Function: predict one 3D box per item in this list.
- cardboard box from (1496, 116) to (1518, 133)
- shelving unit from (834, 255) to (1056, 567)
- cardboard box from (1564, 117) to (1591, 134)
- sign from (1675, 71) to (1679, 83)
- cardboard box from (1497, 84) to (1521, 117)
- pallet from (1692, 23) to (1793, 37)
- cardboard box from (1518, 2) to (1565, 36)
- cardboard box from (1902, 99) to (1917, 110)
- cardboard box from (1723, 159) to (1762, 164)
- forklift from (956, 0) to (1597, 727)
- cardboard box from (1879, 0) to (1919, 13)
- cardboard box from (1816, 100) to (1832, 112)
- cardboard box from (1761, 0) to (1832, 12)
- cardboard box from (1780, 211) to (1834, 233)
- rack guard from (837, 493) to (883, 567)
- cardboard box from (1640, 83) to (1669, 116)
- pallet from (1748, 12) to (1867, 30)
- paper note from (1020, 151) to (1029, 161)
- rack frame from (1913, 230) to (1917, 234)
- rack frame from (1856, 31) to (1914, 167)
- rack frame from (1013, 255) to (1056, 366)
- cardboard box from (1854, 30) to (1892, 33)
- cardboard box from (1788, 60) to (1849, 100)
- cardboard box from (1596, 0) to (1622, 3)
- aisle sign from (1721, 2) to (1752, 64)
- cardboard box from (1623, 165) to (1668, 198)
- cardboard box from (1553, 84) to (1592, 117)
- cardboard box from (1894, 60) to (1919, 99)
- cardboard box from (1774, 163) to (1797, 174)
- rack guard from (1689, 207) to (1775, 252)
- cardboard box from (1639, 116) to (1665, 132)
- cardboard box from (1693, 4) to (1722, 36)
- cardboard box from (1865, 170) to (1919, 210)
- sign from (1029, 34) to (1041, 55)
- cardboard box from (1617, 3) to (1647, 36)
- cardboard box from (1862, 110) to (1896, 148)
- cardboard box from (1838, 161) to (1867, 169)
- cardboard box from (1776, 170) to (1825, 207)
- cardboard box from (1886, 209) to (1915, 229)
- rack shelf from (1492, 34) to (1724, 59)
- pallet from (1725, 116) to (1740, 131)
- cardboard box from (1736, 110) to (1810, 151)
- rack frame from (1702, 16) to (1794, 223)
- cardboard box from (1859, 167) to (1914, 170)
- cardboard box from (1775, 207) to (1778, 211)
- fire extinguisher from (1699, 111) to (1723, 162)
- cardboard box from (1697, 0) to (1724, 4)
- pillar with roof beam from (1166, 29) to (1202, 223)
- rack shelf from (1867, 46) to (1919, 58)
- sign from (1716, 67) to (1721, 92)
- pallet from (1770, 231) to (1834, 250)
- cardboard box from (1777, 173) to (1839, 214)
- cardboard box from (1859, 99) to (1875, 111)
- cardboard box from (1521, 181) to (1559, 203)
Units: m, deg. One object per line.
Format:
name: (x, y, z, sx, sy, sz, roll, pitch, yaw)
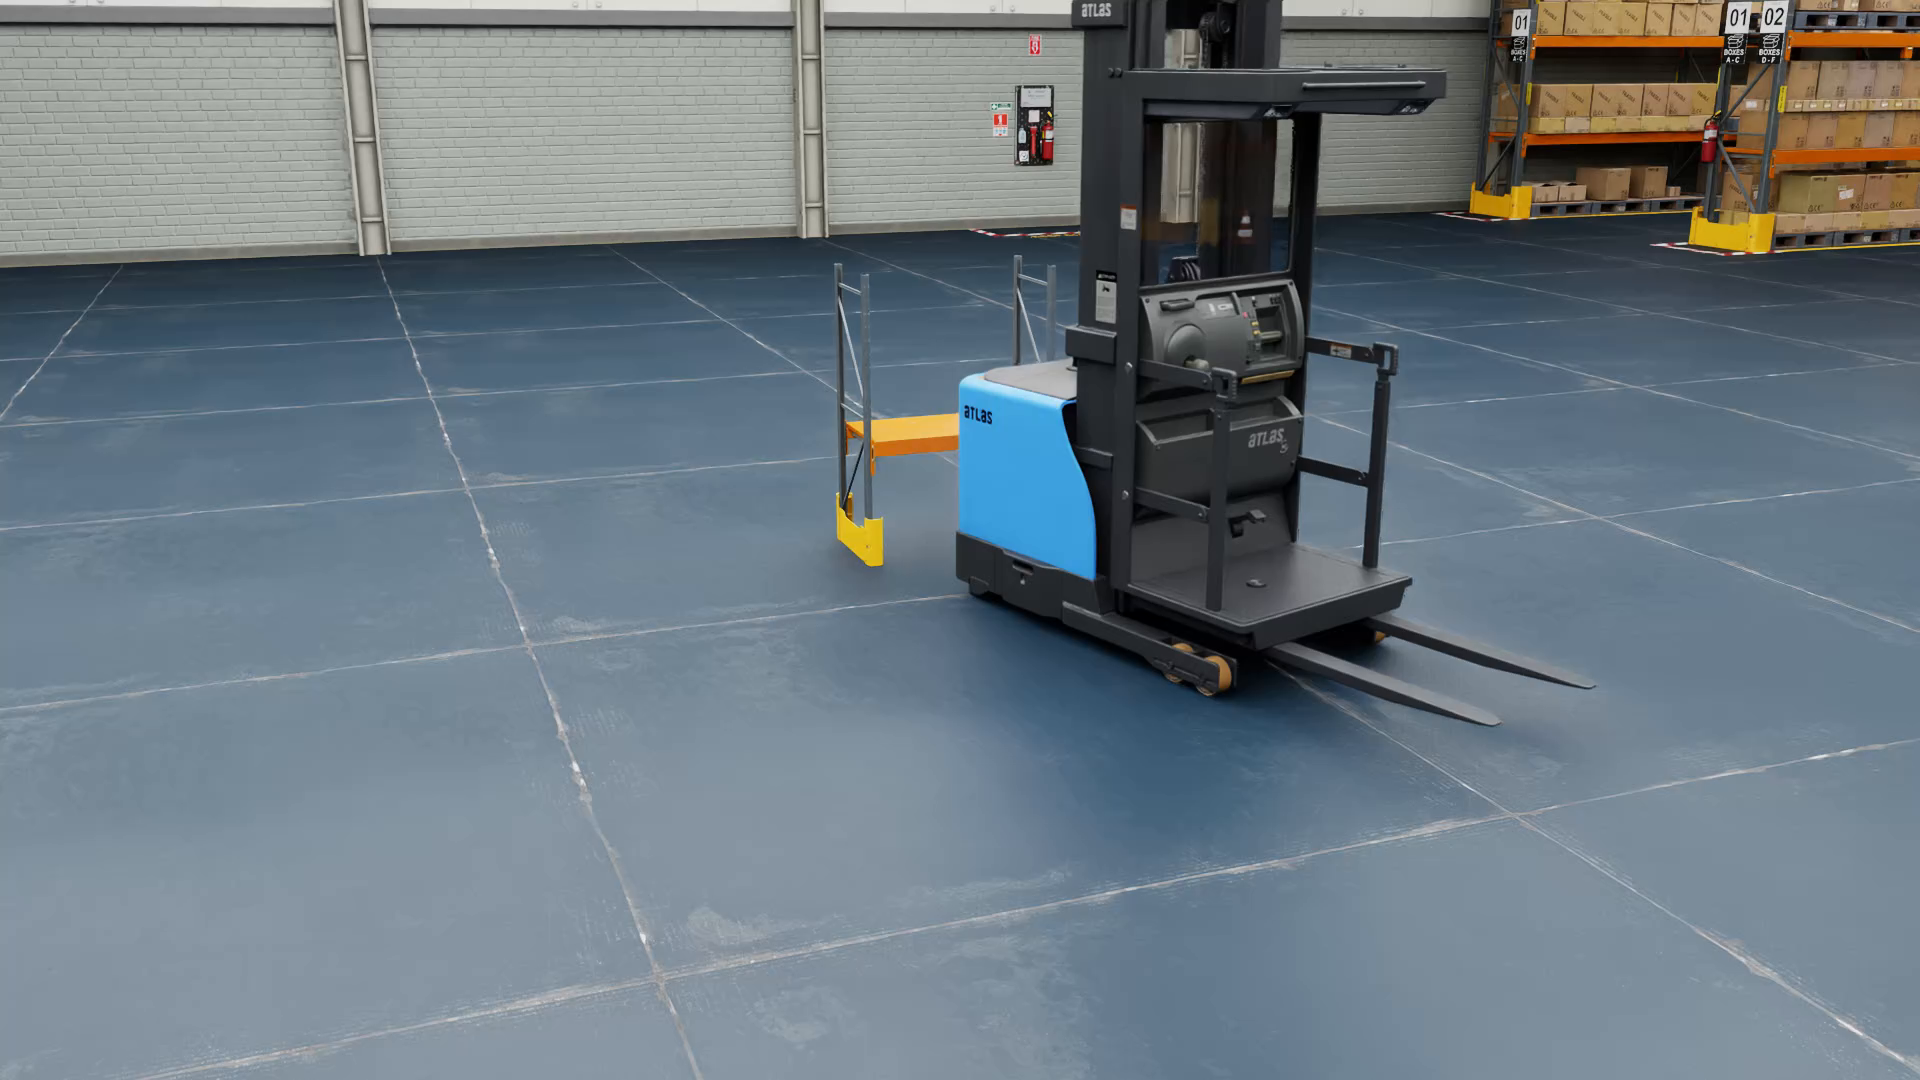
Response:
cardboard box: (9.102, -6.774, 27.071, 0.500, 0.250, 0.500, -6, 17, -19)
shelving unit: (-0.071, -0.712, 8.861, 1.083, 1.500, 0.587, -6, 17, -20)
cardboard box: (9.784, -6.697, 26.811, 0.500, 0.250, 0.500, -7, 18, -22)
sign: (12.268, -7.842, 28.425, 0.005, 0.325, 0.100, -6, 17, -20)
cardboard box: (9.099, -7.139, 26.984, 0.500, 0.500, 0.500, -6, 18, -21)
pallet: (13.085, -8.524, 27.812, 1.003, 0.211, 1.213, -6, 17, -20)
cardboard box: (9.137, -8.202, 26.170, 0.500, 0.500, 0.500, -6, 17, -19)
cardboard box: (12.883, -5.986, 22.830, 0.250, 0.149, 0.380, -6, 17, -18)
cardboard box: (13.561, -6.636, 28.699, 0.500, 0.250, 0.500, -7, 18, -21)
forklift: (1.273, -0.916, 7.016, 1.130, 2.935, 3.031, -12, 20, -36)
cardboard box: (12.663, -7.463, 22.687, 0.637, 0.503, 0.797, -4, 17, -14)
cardboard box: (11.433, -5.829, 22.296, 0.250, 0.149, 0.380, -6, 17, -20)
cardboard box: (11.049, -7.249, 21.959, 0.637, 0.503, 0.797, -5, 17, -16)
cardboard box: (11.557, -4.364, 22.770, 0.500, 0.250, 0.500, -6, 17, -20)
rack guard: (-0.536, -0.062, 8.866, 0.087, 0.250, 0.587, -6, 17, -20)
cardboard box: (11.201, -7.210, 27.226, 0.500, 0.500, 0.500, -7, 18, -22)
pallet: (11.180, -6.896, 22.091, 1.213, 0.211, 1.003, -6, 17, -20)
paper note: (0.965, -5.770, 24.985, 0.142, 0.148, 0.016, -6, 17, -20)
rack frame: (14.246, -5.838, 23.655, 0.127, 3.000, 1.000, -6, 17, -20)
rack frame: (16.205, -7.544, 29.465, 0.127, 3.000, 1.000, -6, 17, -20)
rack frame: (0.395, -0.762, 9.032, 0.032, 1.500, 0.500, -6, 17, -20)
cardboard box: (15.629, -8.807, 28.563, 0.500, 0.311, 0.500, -6, 17, -20)
cardboard box: (11.490, -6.209, 22.437, 0.500, 0.500, 0.700, -7, 18, -22)
cardboard box: (10.143, -8.781, 26.366, 0.500, 0.500, 0.500, -6, 17, -19)
aisle sign: (10.344, -6.753, 22.156, 0.004, 0.787, 0.394, -6, 17, -20)
cardboard box: (11.515, -6.038, 27.990, 0.500, 0.500, 0.500, -8, 18, -24)
cardboard box: (9.753, -7.051, 26.687, 0.500, 0.500, 0.500, -6, 17, -20)
cardboard box: (12.895, -6.361, 22.954, 0.500, 0.500, 0.700, -6, 17, -20)
cardboard box: (14.107, -6.337, 29.011, 0.500, 0.500, 0.700, -6, 17, -19)
rack guard: (10.488, -4.233, 22.626, 0.348, 0.500, 1.175, -6, 17, -20)
cardboard box: (11.204, -6.848, 27.326, 0.500, 0.250, 0.500, -6, 17, -20)
cardboard box: (12.085, -8.522, 27.257, 0.500, 0.500, 0.500, -6, 17, -19)
cardboard box: (12.955, -4.877, 23.186, 0.500, 0.500, 0.500, -6, 17, -20)
sign: (1.112, -7.330, 24.620, 0.199, 0.298, 0.001, -6, 17, -20)
cardboard box: (10.627, -8.360, 26.707, 0.500, 0.500, 0.500, -5, 17, -17)
cardboard box: (12.396, -5.683, 22.950, 0.500, 0.500, 0.700, -6, 17, -18)
cardboard box: (15.552, -6.470, 29.462, 0.500, 0.500, 0.700, -6, 17, -19)
cardboard box: (11.834, -4.914, 23.312, 0.500, 0.500, 0.500, -6, 17, -20)
cardboard box: (12.959, -4.514, 23.281, 0.500, 0.250, 0.500, -6, 17, -20)
rack shelf: (10.602, -8.033, 27.084, 4.000, 0.370, 1.077, -6, 17, -20)
pallet: (13.236, -7.088, 28.251, 1.213, 0.211, 1.003, -6, 17, -20)
cardboard box: (10.951, -5.526, 22.416, 0.500, 0.500, 0.700, -6, 17, -20)
rack frame: (10.511, -5.435, 22.282, 0.127, 3.000, 1.000, -6, 17, -20)
cardboard box: (13.237, -5.063, 23.820, 0.500, 0.500, 0.500, -6, 17, -20)
cardboard box: (11.369, -4.502, 23.241, 0.500, 0.250, 0.500, -6, 17, -20)
fire extinguisher: (10.234, -5.508, 22.668, 0.183, 0.674, 0.296, -6, 17, -20)
cardboard box: (12.099, -8.996, 27.097, 0.500, 0.500, 0.500, -8, 18, -25)
pillar with roof beam: (5.017, -8.177, 20.972, 0.400, 9.000, 9.100, -6, 17, -20)
rack shelf: (18.073, -8.840, 29.831, 4.000, 0.370, 1.077, -6, 17, -20)
sign: (10.330, -6.248, 22.576, 0.005, 0.325, 0.100, -6, 17, -20)
pallet: (11.210, -4.185, 22.975, 1.213, 0.211, 1.003, -6, 17, -20)
cardboard box: (11.557, -4.723, 22.663, 0.500, 0.500, 0.500, -6, 17, -20)
cardboard box: (12.156, -5.907, 22.562, 0.250, 0.149, 0.380, -6, 18, -21)
cardboard box: (9.413, -5.705, 27.193, 0.500, 0.311, 0.500, -8, 18, -26)
